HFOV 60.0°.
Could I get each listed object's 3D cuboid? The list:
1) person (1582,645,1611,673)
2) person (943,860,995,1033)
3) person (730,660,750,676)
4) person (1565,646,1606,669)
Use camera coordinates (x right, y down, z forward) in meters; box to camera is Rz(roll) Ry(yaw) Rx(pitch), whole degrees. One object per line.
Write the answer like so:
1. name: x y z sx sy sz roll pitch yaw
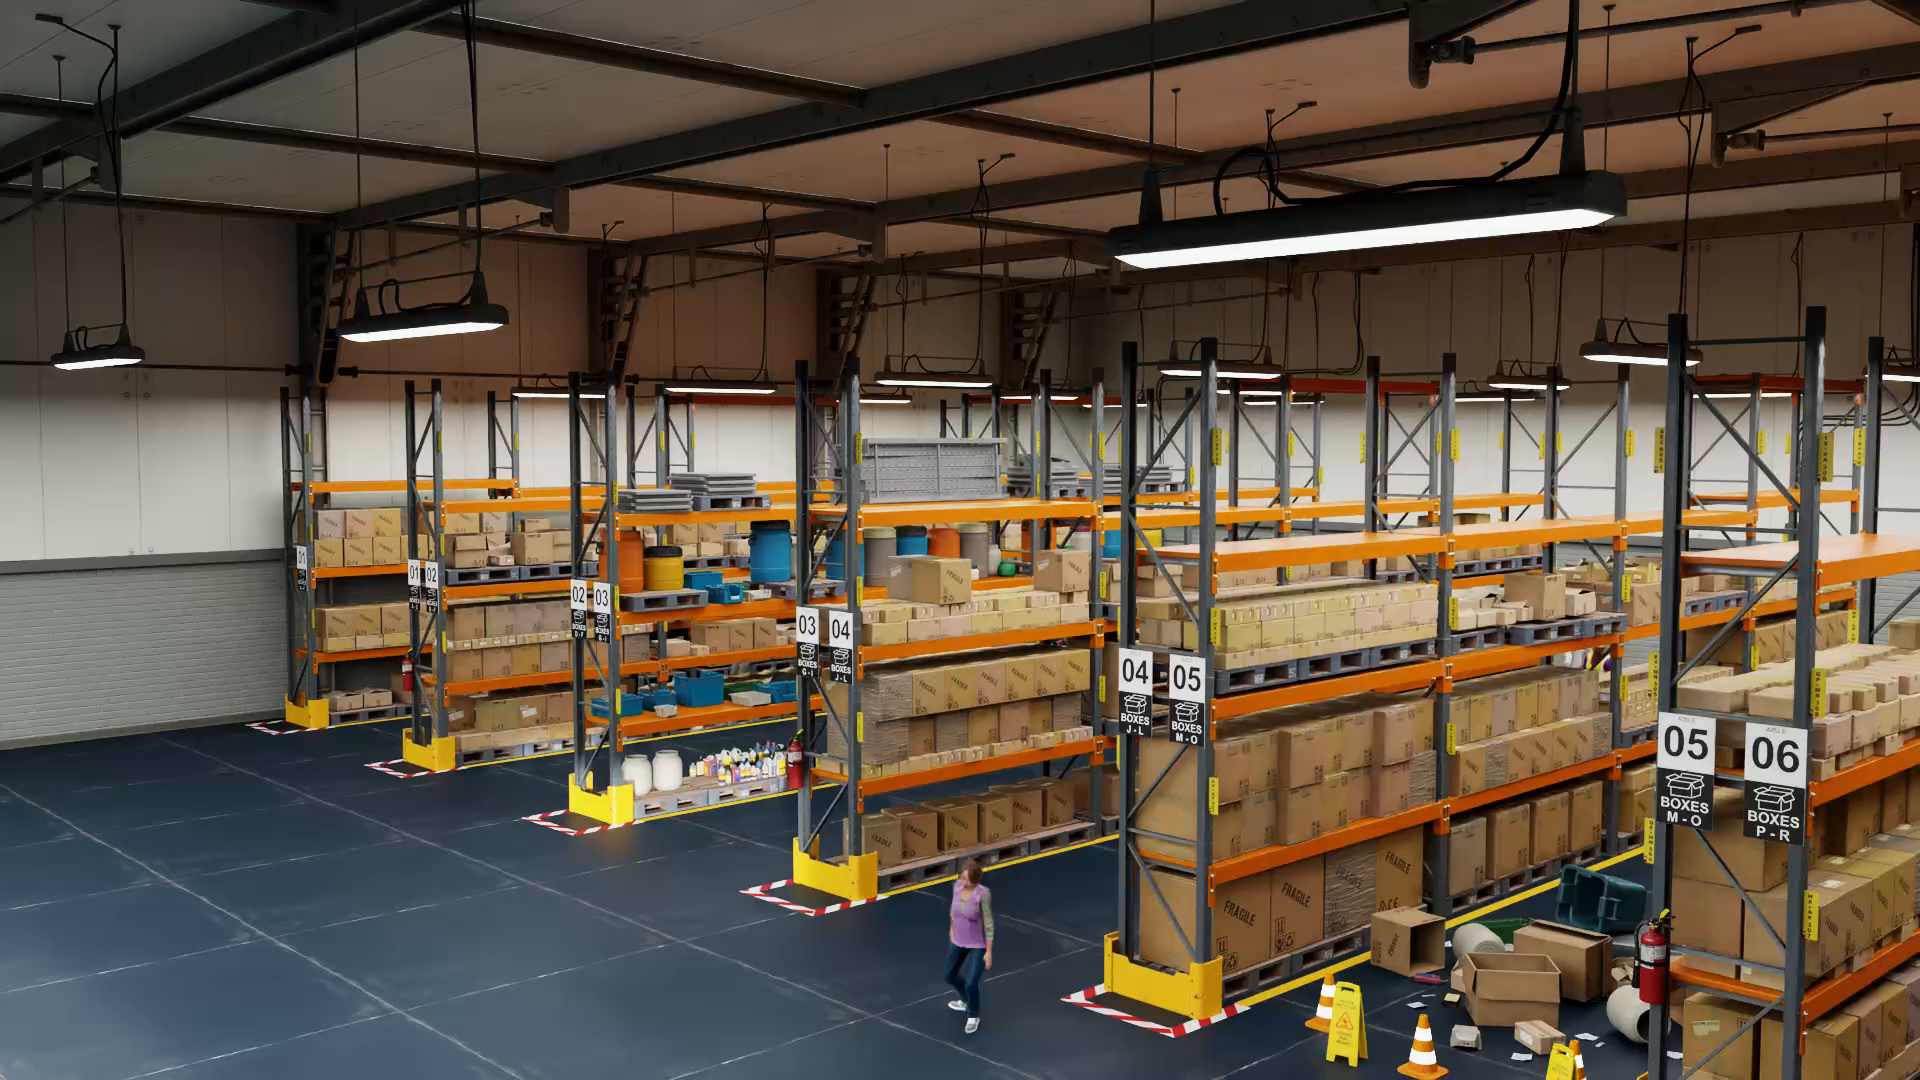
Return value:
1. person: 10.837 2.505 28.252 1.035 1.683 0.602 -2 4 -29
2. person: 0.097 3.488 14.419 0.664 1.530 0.578 2 4 33
3. person: -4.197 2.358 32.046 0.548 1.534 0.512 3 5 39
4. person: 11.695 2.333 31.057 0.768 1.713 0.898 1 4 19
